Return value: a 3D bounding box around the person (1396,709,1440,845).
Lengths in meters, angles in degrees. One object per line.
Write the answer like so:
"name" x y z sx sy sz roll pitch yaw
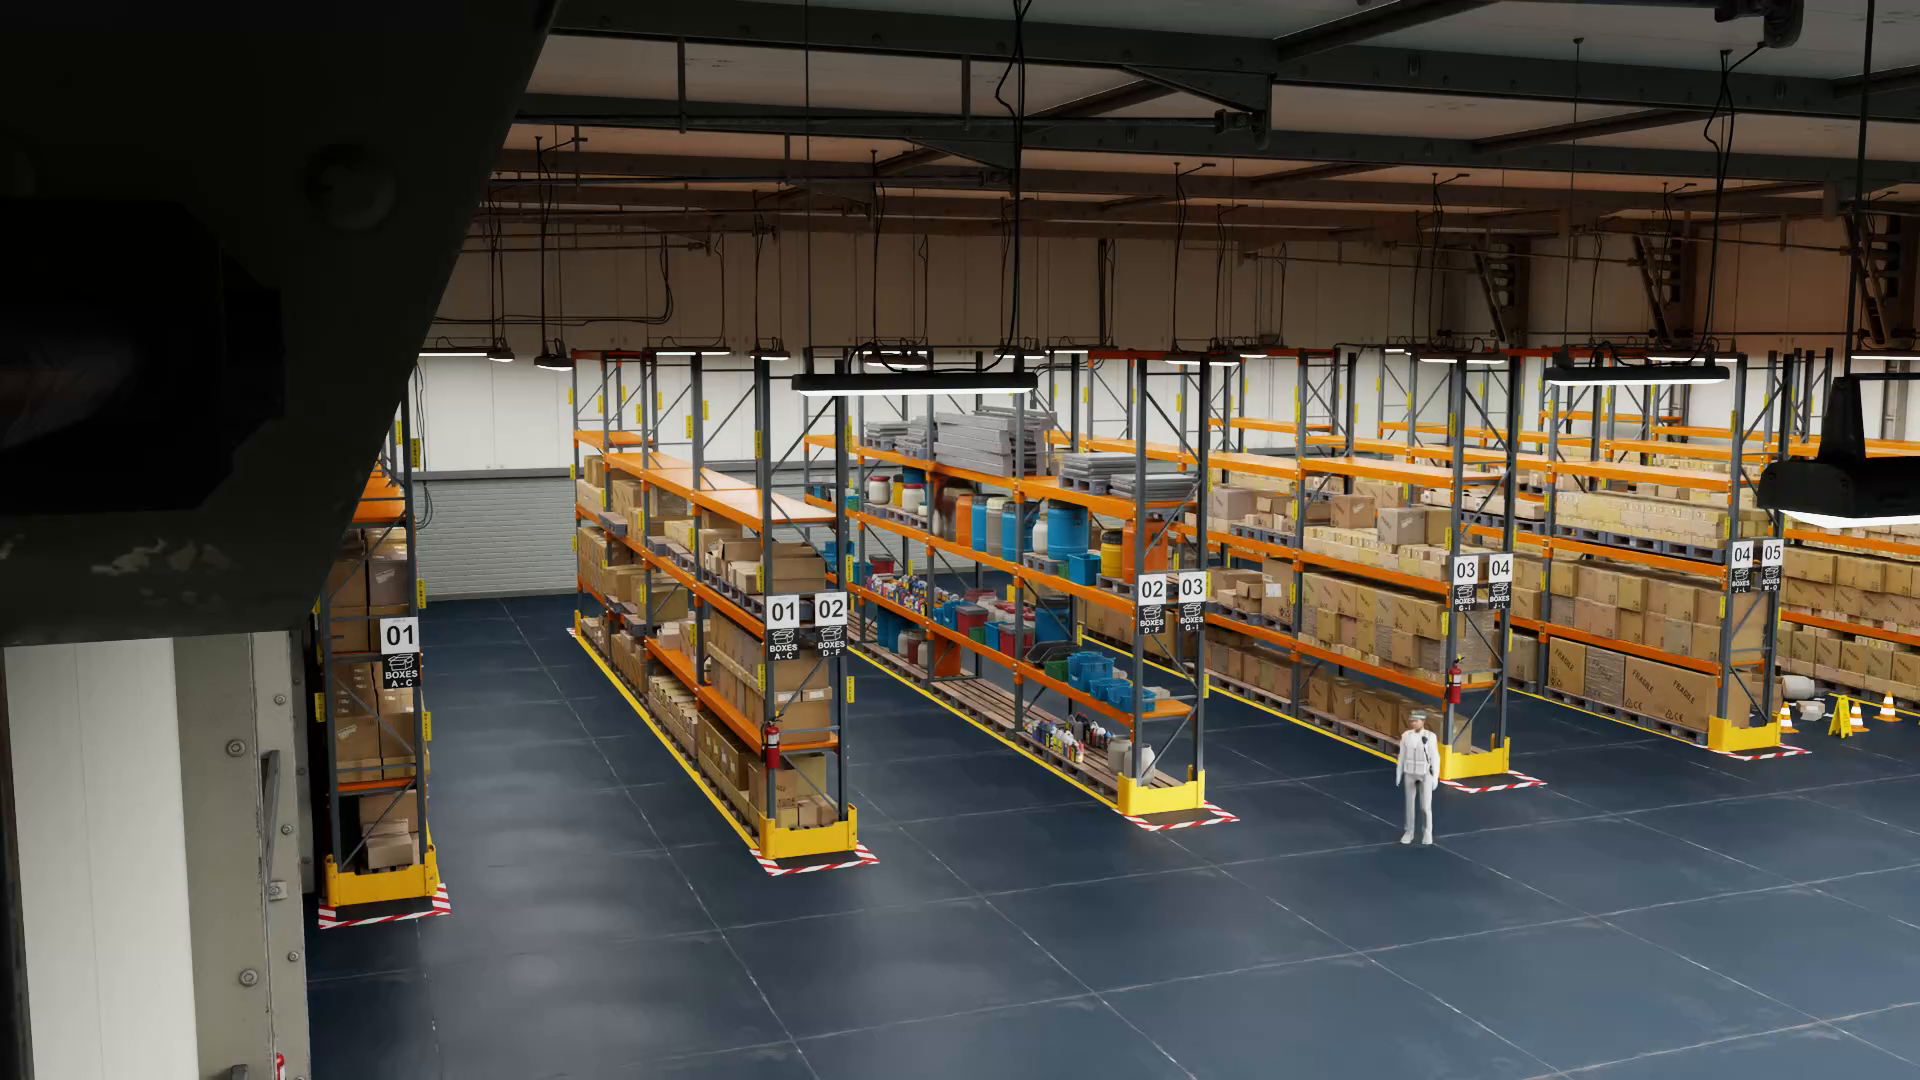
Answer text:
"person" 5.678 2.928 20.665 0.510 1.690 0.376 5 8 33
